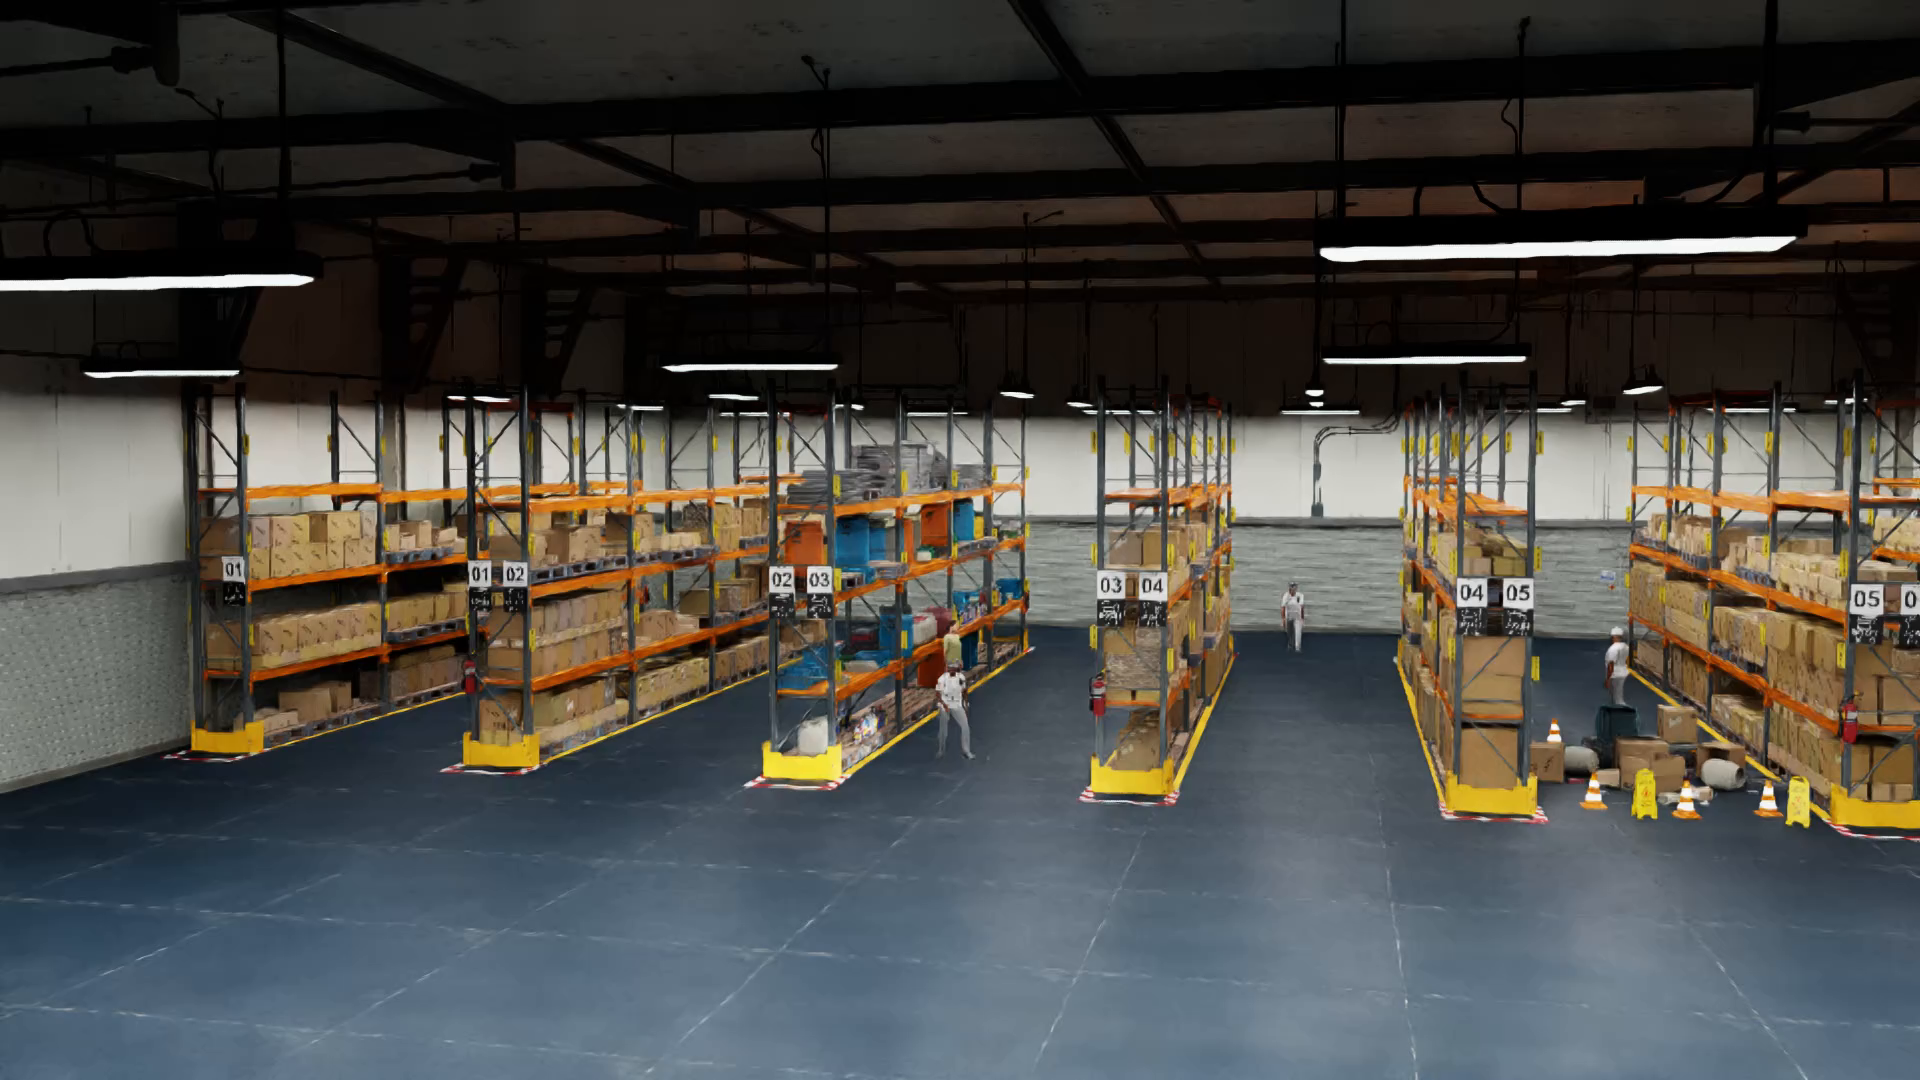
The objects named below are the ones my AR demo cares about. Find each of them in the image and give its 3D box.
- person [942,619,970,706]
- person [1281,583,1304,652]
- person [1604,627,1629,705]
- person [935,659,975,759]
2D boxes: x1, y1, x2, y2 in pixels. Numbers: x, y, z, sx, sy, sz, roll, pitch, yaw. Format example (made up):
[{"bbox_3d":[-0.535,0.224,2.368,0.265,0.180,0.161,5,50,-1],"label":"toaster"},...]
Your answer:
[{"bbox_3d":[-0.146,2.345,31.689,0.414,1.674,0.618,3,4,41],"label":"person"},{"bbox_3d":[8.031,1.849,40.148,0.544,1.669,1.112,1,3,14],"label":"person"},{"bbox_3d":[11.599,2.421,29.467,0.576,1.764,0.664,3,4,40],"label":"person"},{"bbox_3d":[-0.107,2.674,26.542,0.616,1.618,0.761,0,3,-8],"label":"person"}]
